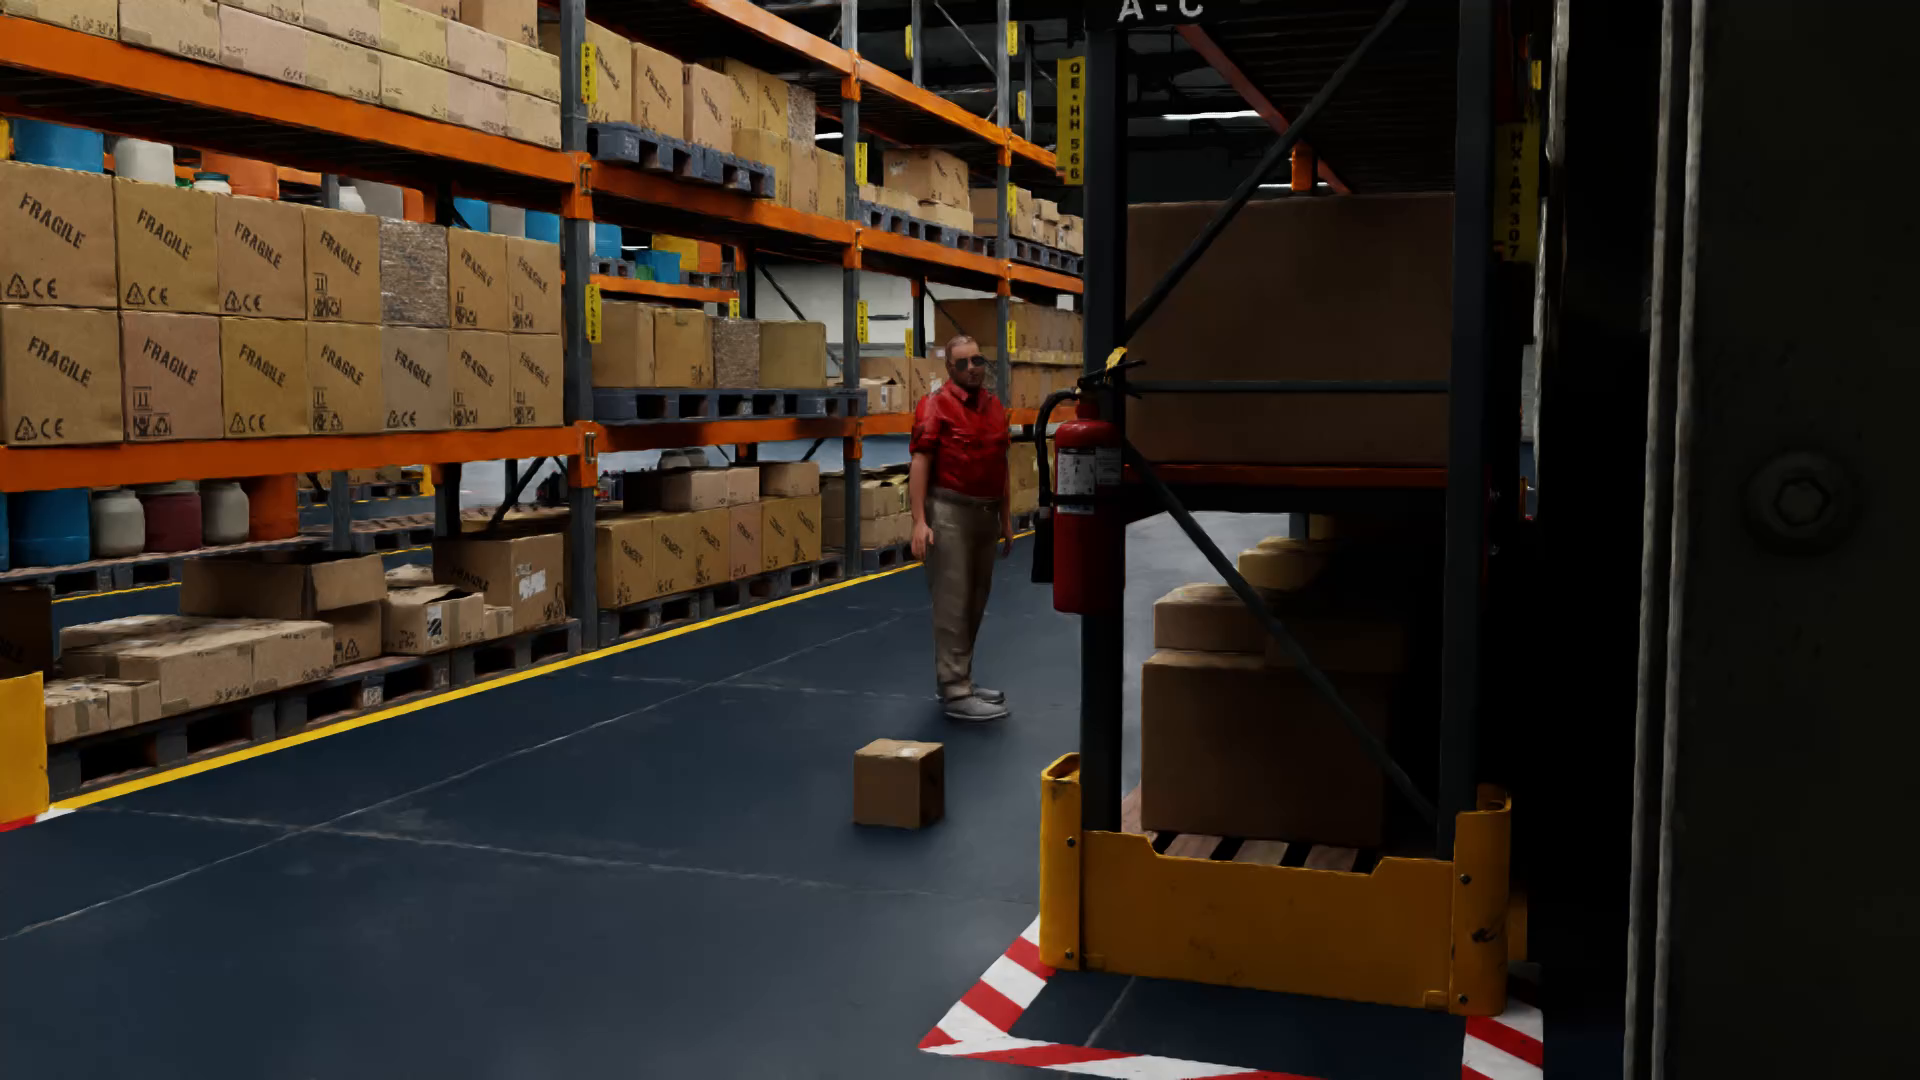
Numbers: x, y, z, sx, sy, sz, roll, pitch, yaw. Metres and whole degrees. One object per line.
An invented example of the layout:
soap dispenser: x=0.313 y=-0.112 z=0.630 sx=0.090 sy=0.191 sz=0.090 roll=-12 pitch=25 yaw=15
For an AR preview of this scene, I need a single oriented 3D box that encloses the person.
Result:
person: x=0.042 y=-0.062 z=7.521 sx=0.585 sy=1.724 sz=0.652 roll=4 pitch=7 yaw=38
